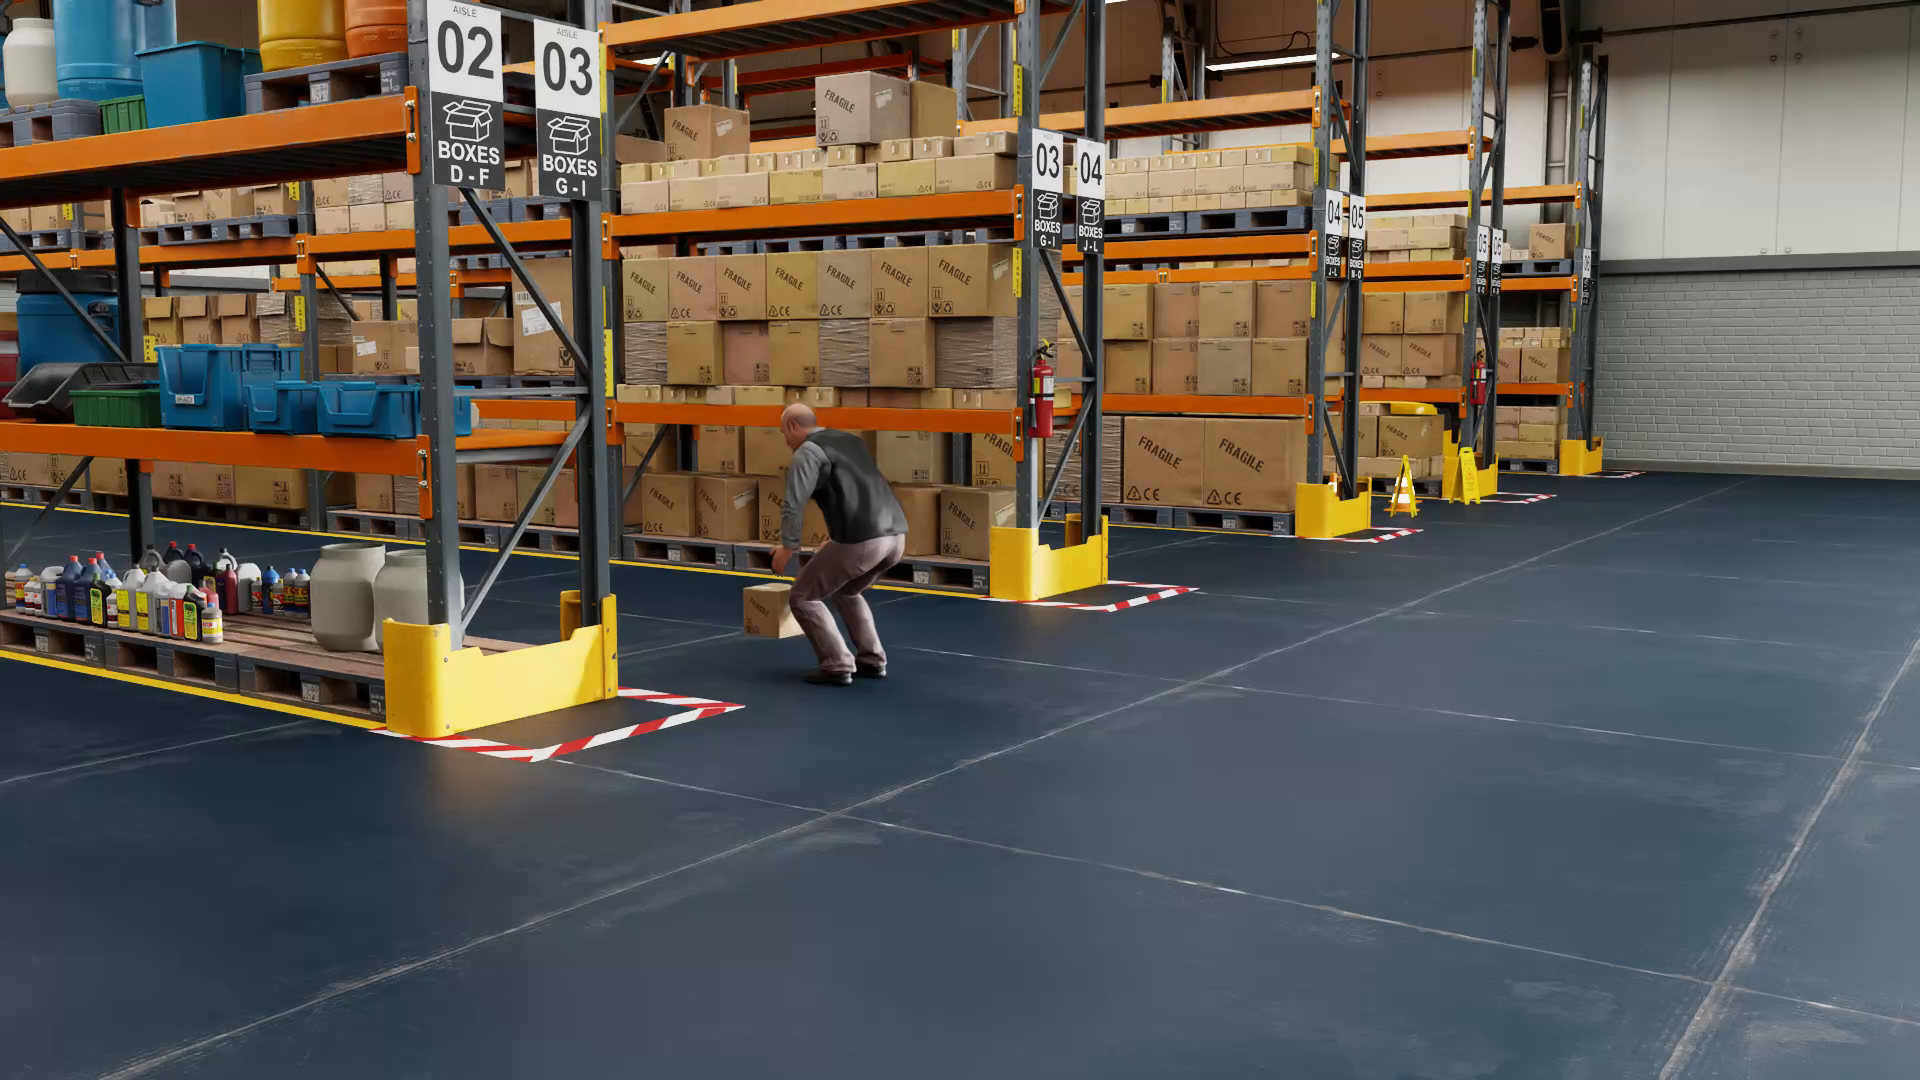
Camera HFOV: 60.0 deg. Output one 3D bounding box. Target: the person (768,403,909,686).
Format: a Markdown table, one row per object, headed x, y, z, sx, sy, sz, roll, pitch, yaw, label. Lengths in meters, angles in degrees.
| x | y | z | sx | sy | sz | roll | pitch | yaw | label |
| --- | --- | --- | --- | --- | --- | --- | --- | --- | --- |
| -0.633 | 0.076 | 8.576 | 0.689 | 1.317 | 0.591 | 4 | 8 | 34 | person |
